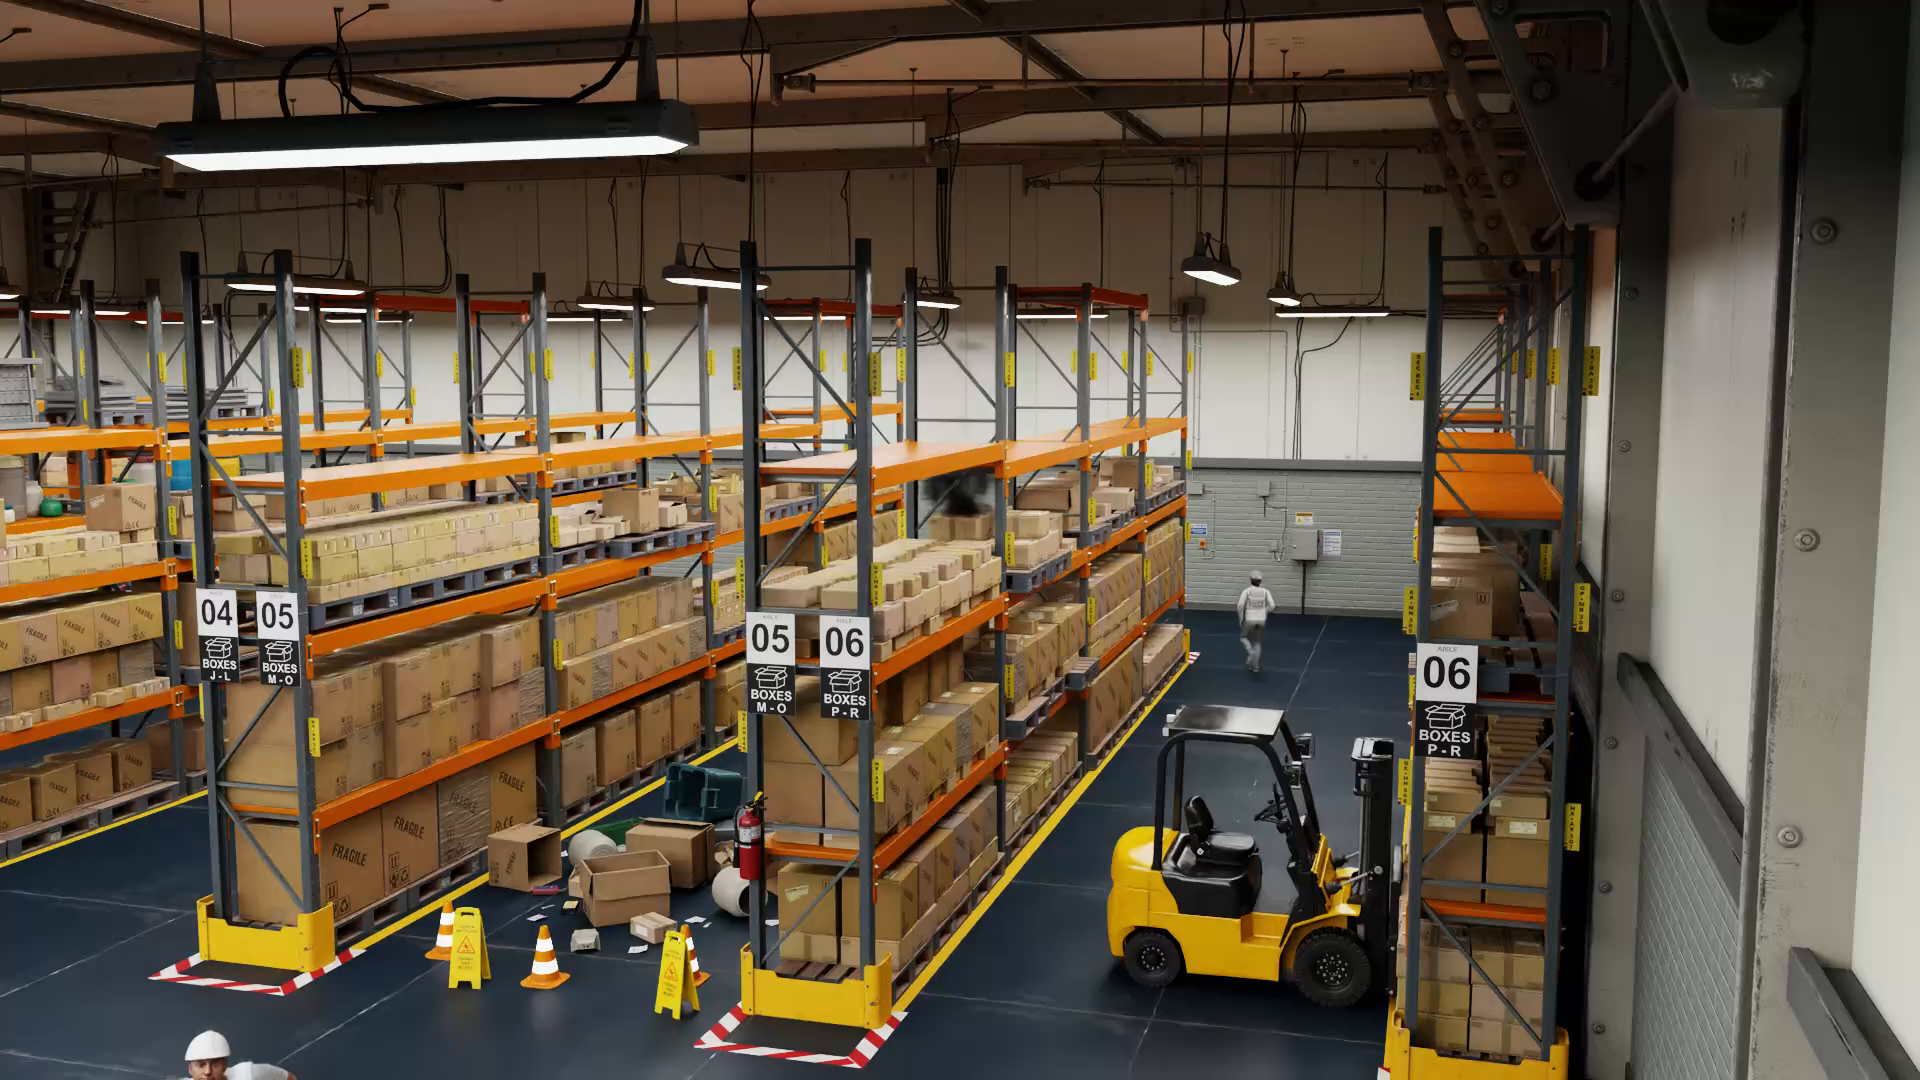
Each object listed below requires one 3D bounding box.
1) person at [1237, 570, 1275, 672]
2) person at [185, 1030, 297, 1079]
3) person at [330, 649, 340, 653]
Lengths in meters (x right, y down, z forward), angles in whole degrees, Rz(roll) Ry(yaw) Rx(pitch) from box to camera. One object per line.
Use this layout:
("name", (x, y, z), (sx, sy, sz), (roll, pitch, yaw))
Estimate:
("person", (4.806, 1.309, 27.204), (0.646, 1.641, 0.532), (0, 6, -4))
("person", (-3.769, 3.340, 8.547), (0.722, 1.721, 0.728), (-2, 7, -20))
("person", (-7.142, 2.144, 19.204), (0.640, 1.819, 0.791), (1, 6, 5))
